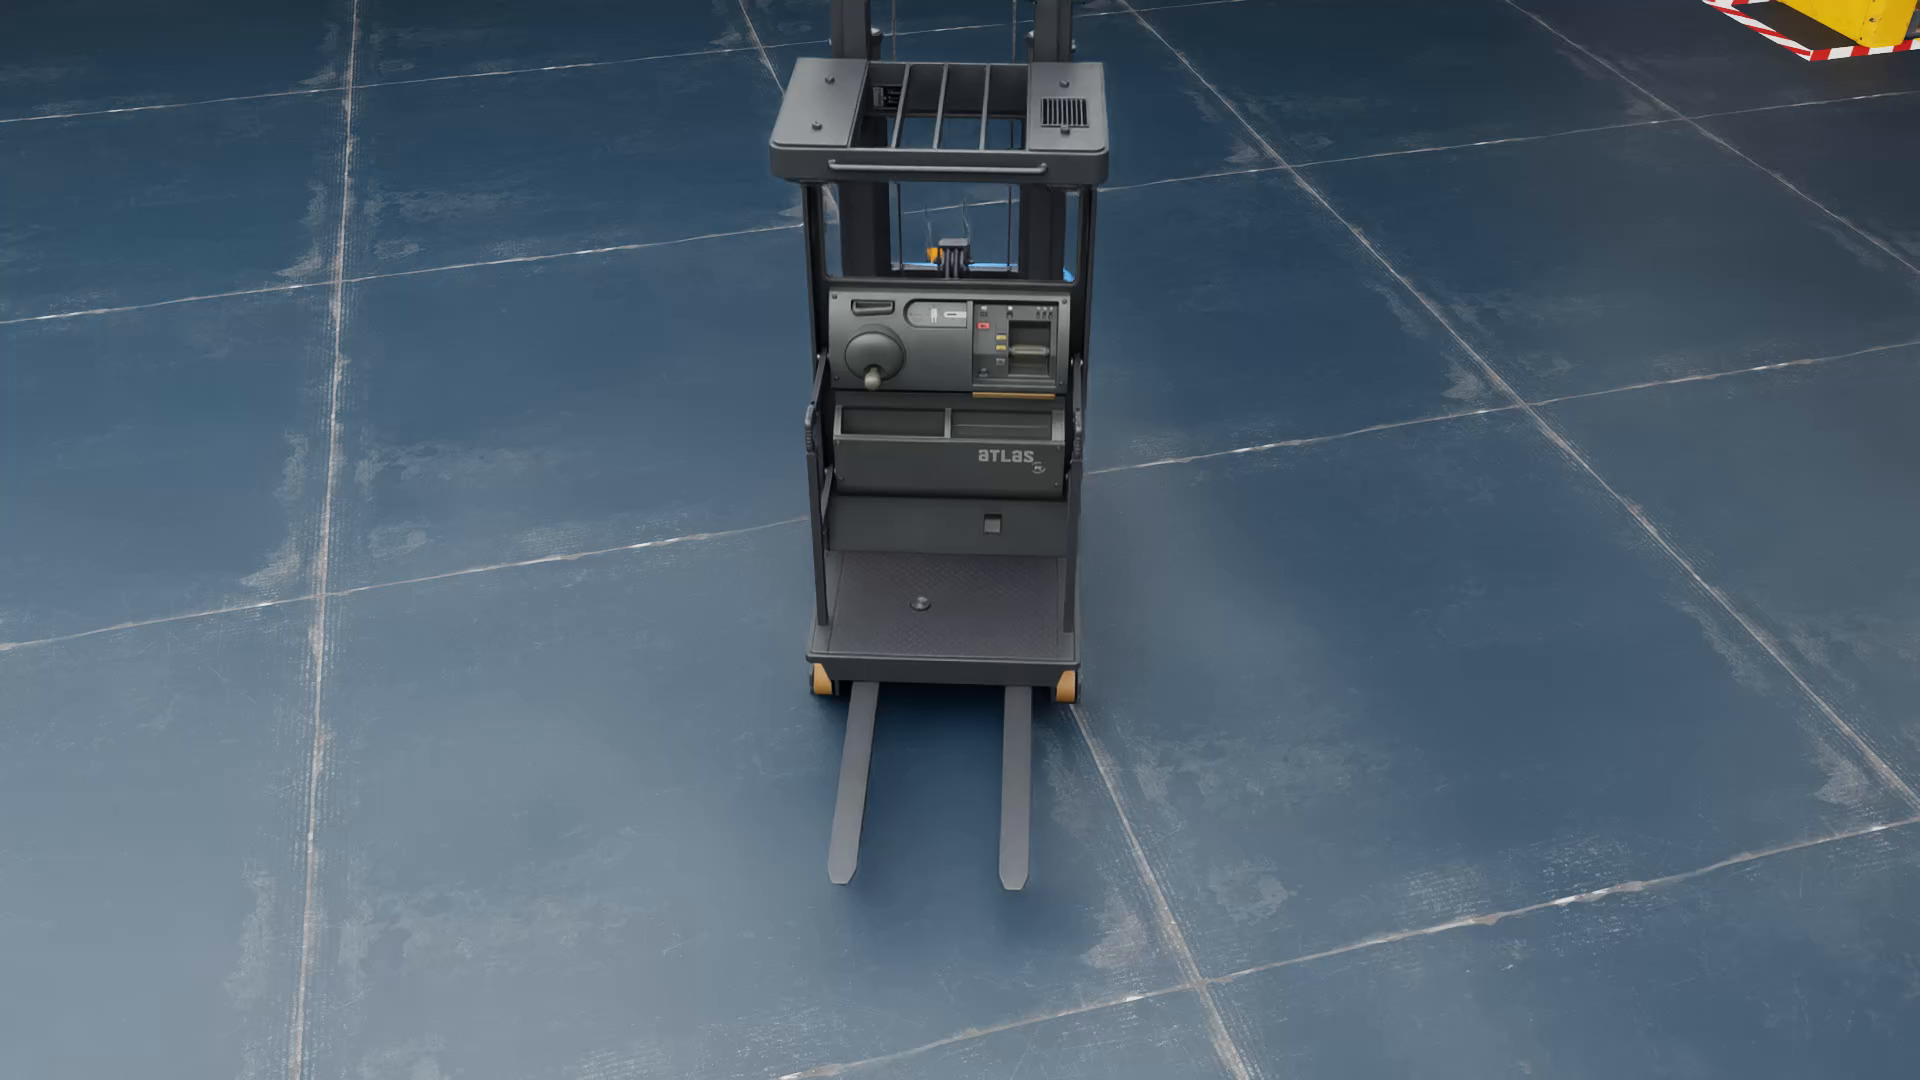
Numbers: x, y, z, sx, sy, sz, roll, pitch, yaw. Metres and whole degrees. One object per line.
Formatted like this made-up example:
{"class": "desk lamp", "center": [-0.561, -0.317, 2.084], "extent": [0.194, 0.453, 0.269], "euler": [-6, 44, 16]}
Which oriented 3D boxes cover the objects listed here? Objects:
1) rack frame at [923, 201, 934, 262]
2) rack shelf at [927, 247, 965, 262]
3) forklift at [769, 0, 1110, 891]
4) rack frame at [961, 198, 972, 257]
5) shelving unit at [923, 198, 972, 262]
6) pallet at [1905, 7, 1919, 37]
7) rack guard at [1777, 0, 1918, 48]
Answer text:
{"class": "rack frame", "center": [-0.140, -1.044, 8.114], "extent": [0.006, 1.200, 0.240], "euler": [-7, 34, -8]}
{"class": "rack shelf", "center": [-0.055, -1.316, 7.950], "extent": [0.180, 0.103, 0.258], "euler": [-7, 34, -8]}
{"class": "forklift", "center": [-0.049, -0.696, 6.248], "extent": [1.130, 2.935, 3.031], "euler": [2, 37, 2]}
{"class": "rack frame", "center": [0.040, -1.064, 8.140], "extent": [0.006, 1.200, 0.240], "euler": [-7, 34, -8]}
{"class": "shelving unit", "center": [-0.050, -1.054, 8.127], "extent": [0.189, 1.200, 0.258], "euler": [-7, 34, -8]}
{"class": "pallet", "center": [7.659, -4.335, 13.243], "extent": [1.213, 0.211, 1.003], "euler": [-9, 38, -12]}
{"class": "rack guard", "center": [6.909, -4.300, 12.960], "extent": [0.348, 0.500, 1.175], "euler": [-9, 38, -12]}
